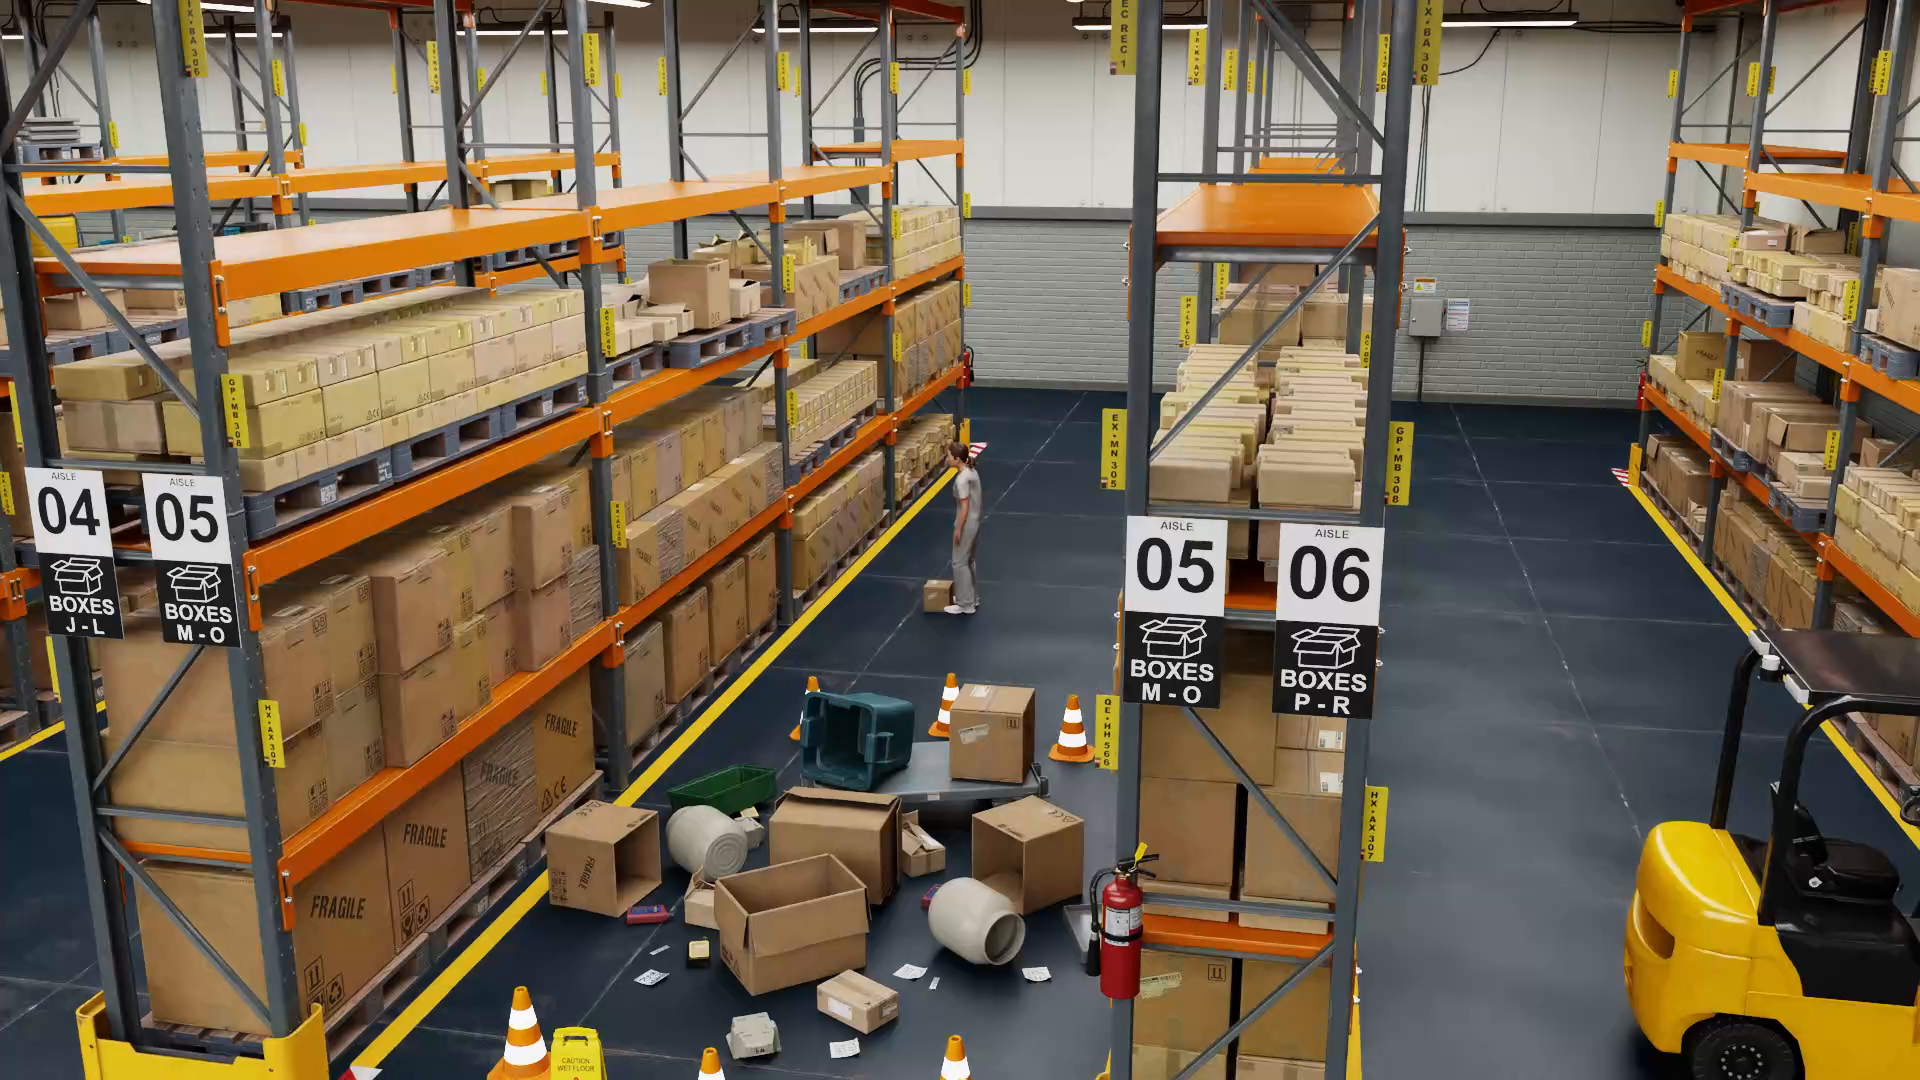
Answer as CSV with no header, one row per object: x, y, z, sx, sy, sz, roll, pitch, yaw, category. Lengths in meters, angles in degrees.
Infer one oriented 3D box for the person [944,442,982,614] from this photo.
0.034,-0.129,16.005,0.356,1.672,0.514,2,15,8,person
